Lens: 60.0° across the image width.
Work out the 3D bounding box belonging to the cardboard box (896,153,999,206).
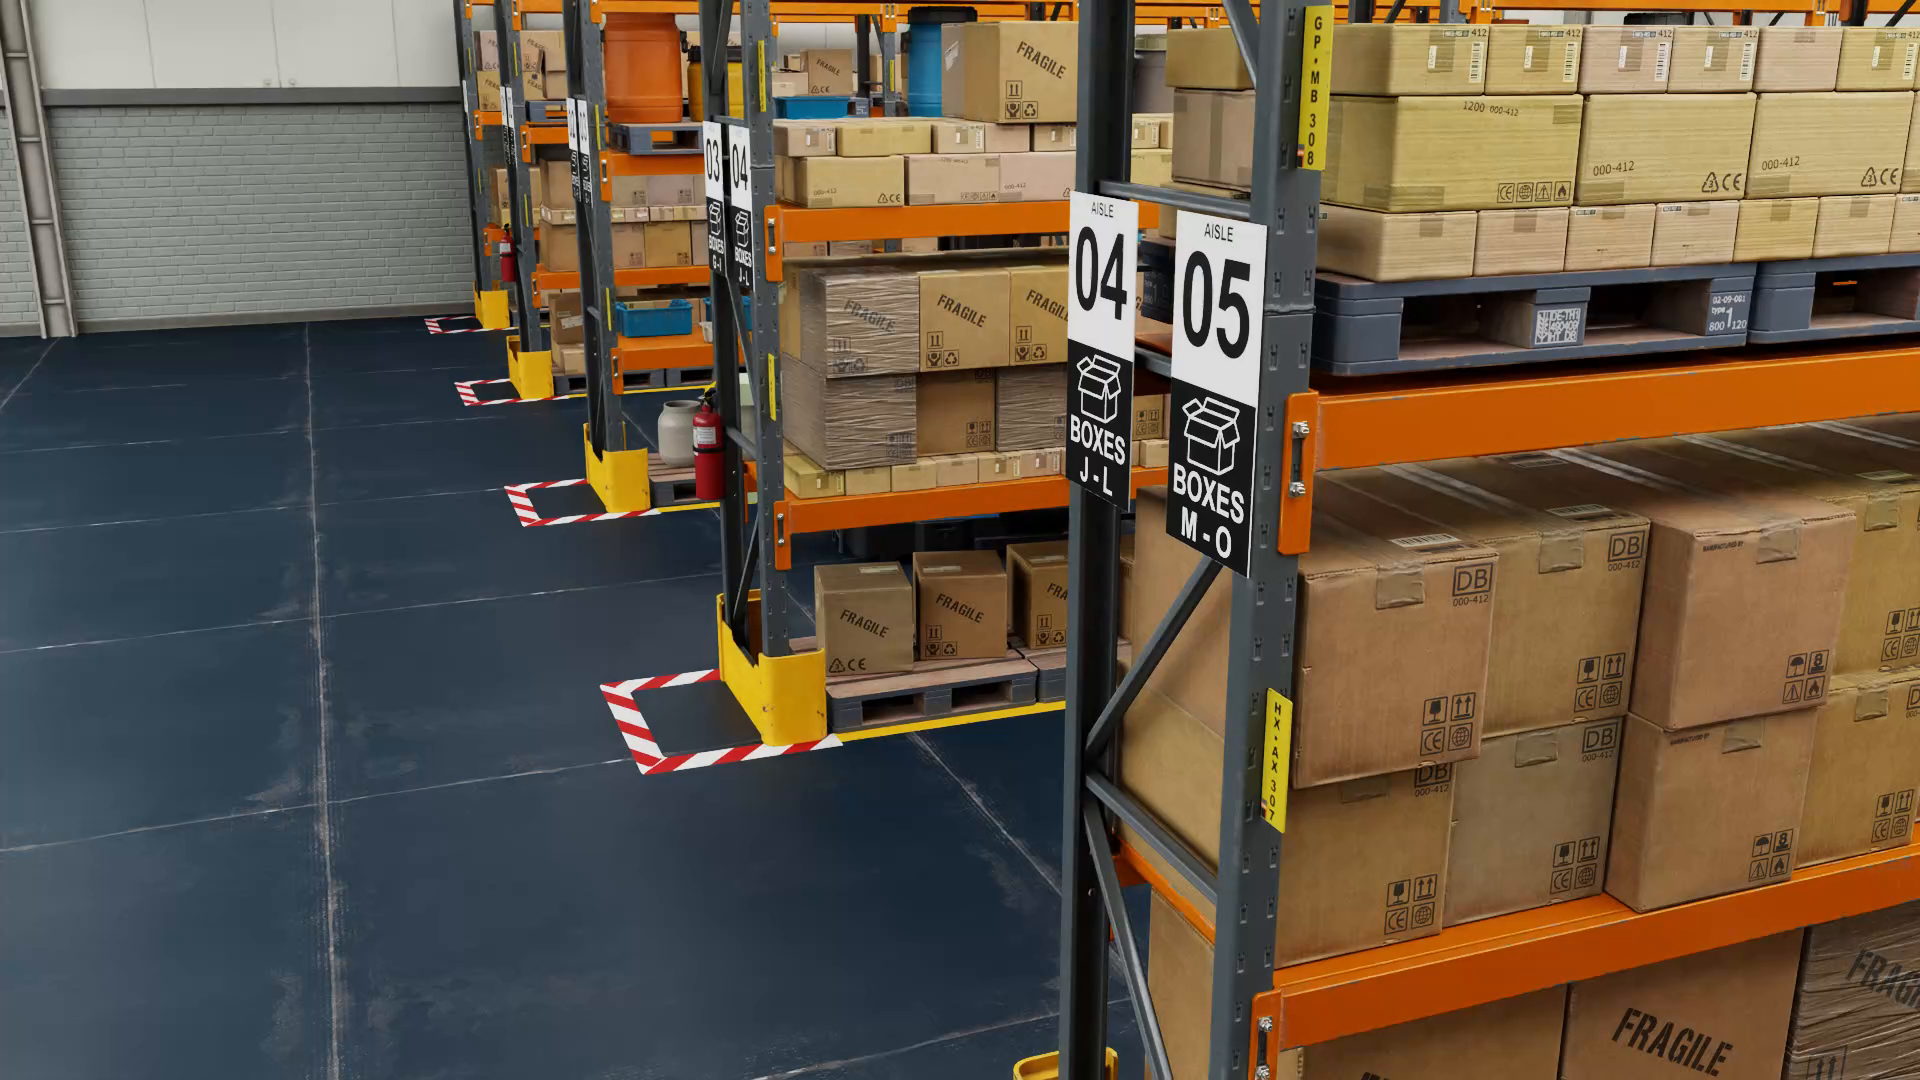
[{"bbox_3d":[-0.118,-1.898,8.681,0.500,0.250,0.500,-7,18,-21],"label":"cardboard box"}]

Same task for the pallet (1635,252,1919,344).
[{"bbox_3d":[2.370,-0.780,4.764,1.213,0.211,1.003,-6,17,-20],"label":"pallet"}]

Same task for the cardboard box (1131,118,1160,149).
[{"bbox_3d":[0.883,-2.212,9.041,0.250,0.149,0.380,-7,18,-22],"label":"cardboard box"}]

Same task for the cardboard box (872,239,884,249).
[{"bbox_3d":[-1.146,-4.359,24.442,0.500,0.250,0.500,-7,18,-22],"label":"cardboard box"}]

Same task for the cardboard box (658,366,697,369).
[{"bbox_3d":[-3.168,-2.083,18.503,0.500,0.250,0.500,-6,17,-20],"label":"cardboard box"}]

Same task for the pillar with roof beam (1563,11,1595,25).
[{"bbox_3d":[12.235,-8.265,24.773,0.400,9.000,9.100,-6,17,-20],"label":"pillar with roof beam"}]

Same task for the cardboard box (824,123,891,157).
[{"bbox_3d":[-0.524,-2.023,8.399,0.250,0.149,0.380,-6,17,-19],"label":"cardboard box"}]

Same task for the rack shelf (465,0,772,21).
[{"bbox_3d":[-4.590,-7.140,22.224,4.000,0.370,1.077,-6,17,-20],"label":"rack shelf"}]

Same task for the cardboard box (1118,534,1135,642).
[{"bbox_3d":[1.123,0.271,10.044,0.500,0.500,0.500,-8,18,-25],"label":"cardboard box"}]

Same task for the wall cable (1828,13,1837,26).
[{"bbox_3d":[13.892,-7.885,28.988,0.112,2.526,3.097,-6,17,-20],"label":"wall cable"}]

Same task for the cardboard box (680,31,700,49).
[{"bbox_3d":[-3.604,-6.606,22.460,0.500,0.500,0.500,-5,17,-17],"label":"cardboard box"}]

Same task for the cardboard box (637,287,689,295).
[{"bbox_3d":[-3.359,-2.583,18.873,0.500,0.500,0.500,-6,17,-20],"label":"cardboard box"}]

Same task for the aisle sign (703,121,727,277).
[{"bbox_3d":[-1.305,-1.817,8.848,0.004,0.787,0.394,-6,17,-20],"label":"aisle sign"}]

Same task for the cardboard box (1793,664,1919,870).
[{"bbox_3d":[2.424,0.548,5.142,0.500,0.550,0.875,-6,17,-20],"label":"cardboard box"}]

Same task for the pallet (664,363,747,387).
[{"bbox_3d":[-2.845,-1.976,18.952,1.213,0.211,1.003,-6,17,-20],"label":"pallet"}]

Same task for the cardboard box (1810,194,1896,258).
[{"bbox_3d":[2.153,-0.827,4.291,0.250,0.149,0.380,-6,18,-20],"label":"cardboard box"}]

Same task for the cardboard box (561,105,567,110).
[{"bbox_3d":[-5.058,-5.969,22.066,0.500,0.500,0.500,-5,17,-18],"label":"cardboard box"}]

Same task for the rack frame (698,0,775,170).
[{"bbox_3d":[-1.140,-3.375,8.121,0.127,3.000,1.000,-6,17,-20],"label":"rack frame"}]

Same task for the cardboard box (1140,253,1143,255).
[{"bbox_3d":[1.340,-1.352,9.398,0.500,0.500,0.500,-6,17,-20],"label":"cardboard box"}]

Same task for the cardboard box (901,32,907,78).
[{"bbox_3d":[-0.356,-5.487,18.827,0.500,0.500,0.500,-6,17,-19],"label":"cardboard box"}]

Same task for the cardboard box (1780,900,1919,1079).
[{"bbox_3d":[2.823,1.370,5.635,0.875,0.875,0.875,-6,17,-20],"label":"cardboard box"}]

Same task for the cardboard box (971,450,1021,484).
[{"bbox_3d":[0.152,-0.438,9.211,0.250,0.149,0.380,-6,17,-20],"label":"cardboard box"}]

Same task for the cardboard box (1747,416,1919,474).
[{"bbox_3d":[2.893,-0.043,5.237,0.550,0.550,0.875,-6,17,-20],"label":"cardboard box"}]

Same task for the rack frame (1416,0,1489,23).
[{"bbox_3d":[4.558,-5.485,15.305,0.127,3.000,1.000,-6,17,-20],"label":"rack frame"}]

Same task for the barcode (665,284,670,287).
[{"bbox_3d":[-4.152,-3.600,23.616,0.075,0.075,0.001,-6,17,-20],"label":"barcode"}]

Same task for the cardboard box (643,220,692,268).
[{"bbox_3d":[-3.287,-3.298,18.328,0.500,0.500,0.700,-6,17,-20],"label":"cardboard box"}]

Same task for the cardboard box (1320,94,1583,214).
[{"bbox_3d":[1.083,-0.922,3.907,0.500,0.250,0.500,-6,17,-20],"label":"cardboard box"}]

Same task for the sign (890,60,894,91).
[{"bbox_3d":[-0.746,-5.086,18.213,0.005,0.325,0.100,-6,17,-20],"label":"sign"}]

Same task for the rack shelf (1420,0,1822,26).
[{"bbox_3d":[6.425,-5.150,16.150,4.000,0.370,1.077,-6,17,-20],"label":"rack shelf"}]

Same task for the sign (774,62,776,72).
[{"bbox_3d":[-2.521,-6.355,22.675,0.005,0.325,0.100,-6,17,-20],"label":"sign"}]

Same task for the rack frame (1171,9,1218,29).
[{"bbox_3d":[2.789,-6.789,19.745,0.127,3.000,1.000,-6,17,-20],"label":"rack frame"}]

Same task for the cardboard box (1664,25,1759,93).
[{"bbox_3d":[1.675,-1.159,4.004,0.250,0.149,0.380,-6,17,-19],"label":"cardboard box"}]

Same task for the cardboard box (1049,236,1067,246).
[{"bbox_3d":[1.228,-3.785,19.985,0.500,0.500,0.500,-7,18,-23],"label":"cardboard box"}]

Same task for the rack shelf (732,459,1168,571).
[{"bbox_3d":[0.727,-0.353,9.755,4.000,0.370,1.077,-6,17,-20],"label":"rack shelf"}]

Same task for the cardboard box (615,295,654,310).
[{"bbox_3d":[-3.635,-2.392,18.224,0.500,0.500,0.500,-6,17,-20],"label":"cardboard box"}]

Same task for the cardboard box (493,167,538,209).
[{"bbox_3d":[-5.904,-4.673,22.088,0.500,0.500,0.500,-6,17,-20],"label":"cardboard box"}]

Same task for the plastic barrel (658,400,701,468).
[{"bbox_3d":[-2.325,-0.894,13.990,0.421,0.512,0.421,0,16,0],"label":"plastic barrel"}]

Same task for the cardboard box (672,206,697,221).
[{"bbox_3d":[-3.036,-3.576,18.124,0.250,0.149,0.380,-6,18,-21],"label":"cardboard box"}]

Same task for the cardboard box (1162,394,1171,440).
[{"bbox_3d":[1.242,-0.944,9.783,0.500,0.500,0.875,-6,17,-20],"label":"cardboard box"}]

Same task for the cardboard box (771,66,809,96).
[{"bbox_3d":[-2.015,-5.136,18.606,0.500,0.311,0.500,-7,18,-23],"label":"cardboard box"}]

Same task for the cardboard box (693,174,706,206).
[{"bbox_3d":[-2.764,-3.979,18.345,0.500,0.500,0.700,-6,17,-20],"label":"cardboard box"}]

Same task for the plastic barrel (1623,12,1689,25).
[{"bbox_3d":[6.754,-4.679,16.249,0.708,0.901,0.600,-6,17,-20],"label":"plastic barrel"}]

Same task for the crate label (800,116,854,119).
[{"bbox_3d":[-1.046,-3.270,13.349,0.408,0.251,0.502,-6,17,-20],"label":"crate label"}]

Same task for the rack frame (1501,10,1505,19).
[{"bbox_3d":[8.483,-8.898,26.928,0.127,3.000,1.000,-6,17,-20],"label":"rack frame"}]

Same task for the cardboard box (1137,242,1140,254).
[{"bbox_3d":[1.150,-1.491,9.872,0.500,0.500,0.500,-6,17,-20],"label":"cardboard box"}]

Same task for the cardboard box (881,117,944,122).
[{"bbox_3d":[-0.266,-2.249,9.168,0.250,0.149,0.380,-6,17,-20],"label":"cardboard box"}]

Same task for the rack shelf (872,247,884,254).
[{"bbox_3d":[0.921,-3.363,20.005,4.000,0.370,1.077,-6,17,-20],"label":"rack shelf"}]

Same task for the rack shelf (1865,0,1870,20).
[{"bbox_3d":[8.198,-3.846,11.712,4.000,0.370,1.077,-6,17,-20],"label":"rack shelf"}]

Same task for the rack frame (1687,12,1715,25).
[{"bbox_3d":[10.259,-7.595,22.491,0.127,3.000,1.000,-6,17,-20],"label":"rack frame"}]

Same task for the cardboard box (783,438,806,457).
[{"bbox_3d":[-0.948,-0.459,9.285,0.250,0.149,0.380,-6,17,-20],"label":"cardboard box"}]

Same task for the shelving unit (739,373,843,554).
[{"bbox_3d":[-1.274,-0.652,12.158,0.755,1.500,0.431,-4,17,-12],"label":"shelving unit"}]

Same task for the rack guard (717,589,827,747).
[{"bbox_3d":[-1.069,0.695,9.345,0.348,0.500,1.175,-6,17,-20],"label":"rack guard"}]

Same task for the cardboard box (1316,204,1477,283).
[{"bbox_3d":[0.975,-0.700,3.858,0.250,0.149,0.380,-6,17,-20],"label":"cardboard box"}]

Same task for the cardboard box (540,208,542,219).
[{"bbox_3d":[-5.408,-4.366,22.373,0.500,0.250,0.500,-7,18,-22],"label":"cardboard box"}]

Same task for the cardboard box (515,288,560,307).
[{"bbox_3d":[-5.779,-3.374,22.754,0.500,0.311,0.500,-8,18,-26],"label":"cardboard box"}]

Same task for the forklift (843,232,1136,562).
[{"bbox_3d":[0.612,-1.446,12.320,3.031,2.935,1.130,-4,17,-12],"label":"forklift"}]

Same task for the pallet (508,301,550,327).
[{"bbox_3d":[-5.615,-3.149,22.947,1.213,0.211,1.003,-6,17,-20],"label":"pallet"}]
